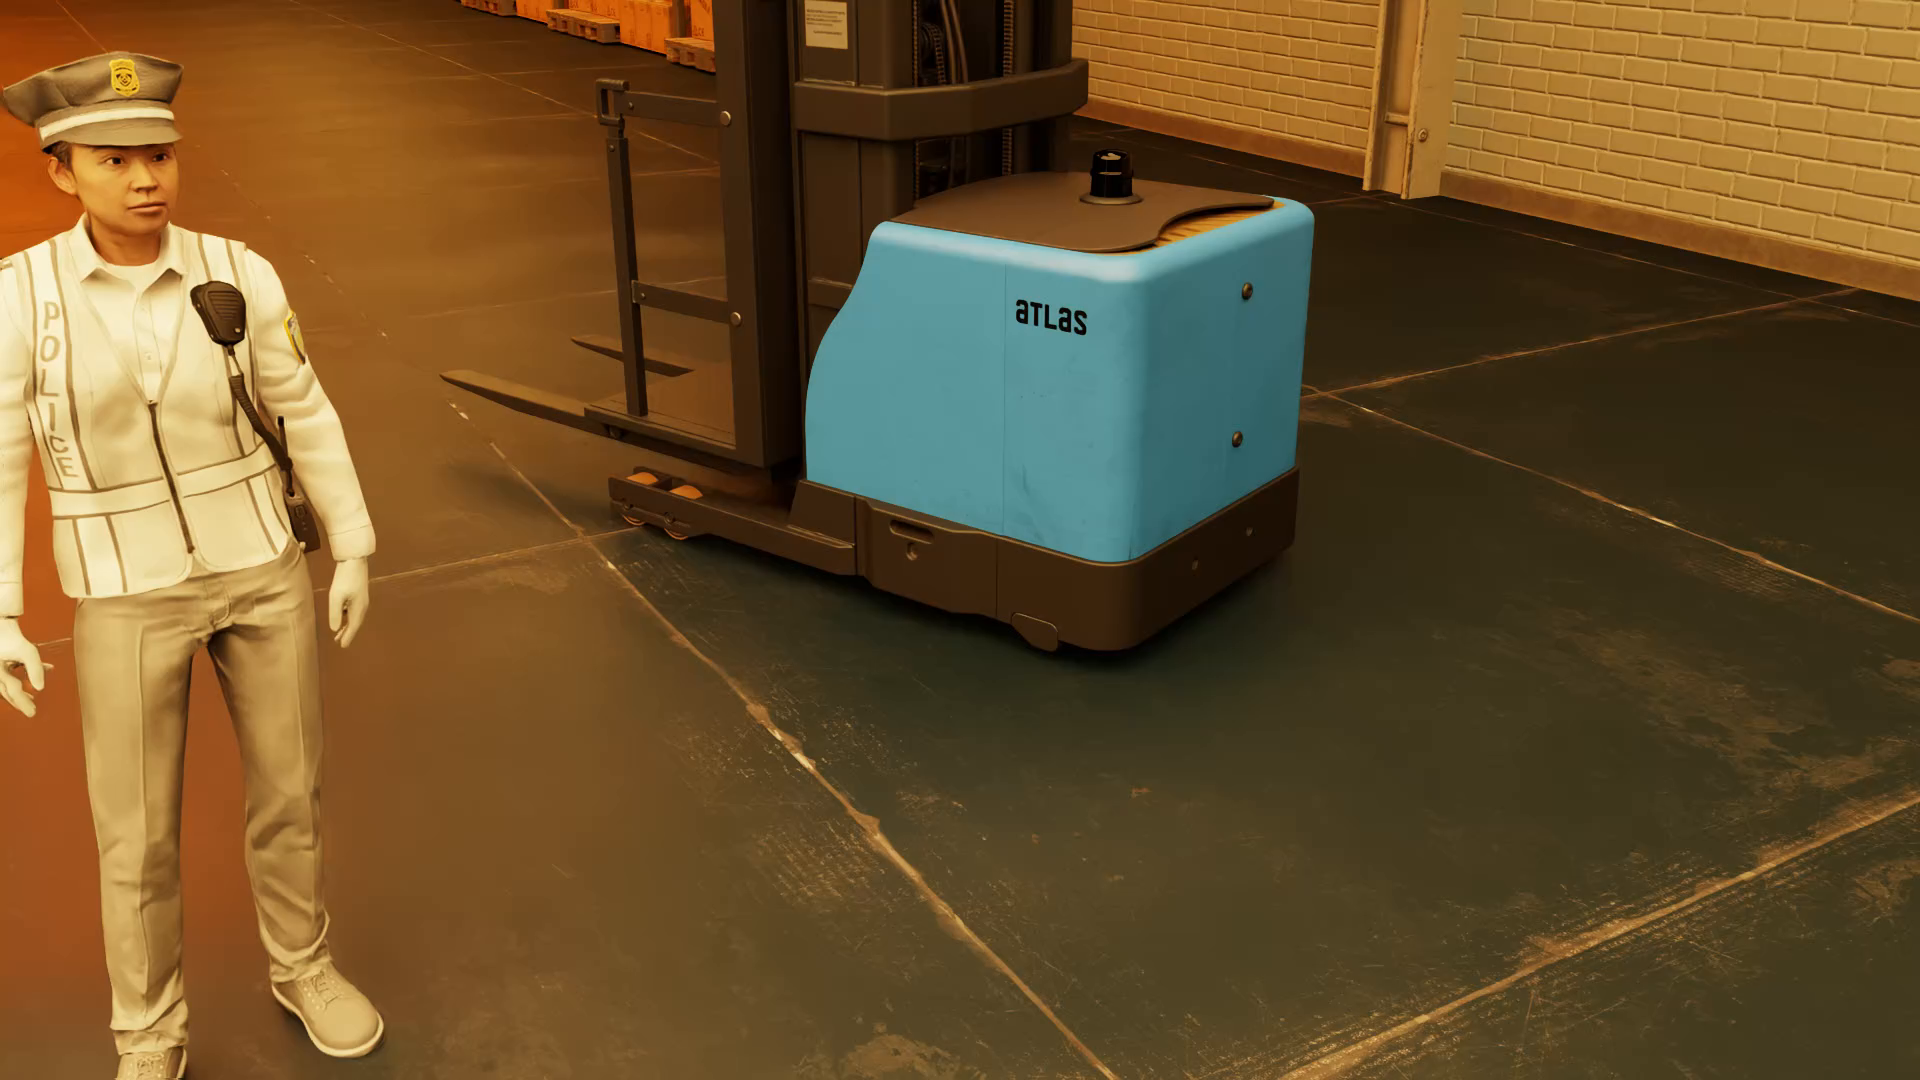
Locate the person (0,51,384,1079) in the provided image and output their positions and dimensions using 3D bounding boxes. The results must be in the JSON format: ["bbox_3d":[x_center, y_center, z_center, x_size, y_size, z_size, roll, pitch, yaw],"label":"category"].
[{"bbox_3d":[-1.223,0.108,2.651,0.606,1.705,0.477,-14,26,-30],"label":"person"}]

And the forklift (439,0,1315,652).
[{"bbox_3d":[-0.481,-1.497,4.922,3.031,2.935,1.130,16,27,34],"label":"forklift"}]
